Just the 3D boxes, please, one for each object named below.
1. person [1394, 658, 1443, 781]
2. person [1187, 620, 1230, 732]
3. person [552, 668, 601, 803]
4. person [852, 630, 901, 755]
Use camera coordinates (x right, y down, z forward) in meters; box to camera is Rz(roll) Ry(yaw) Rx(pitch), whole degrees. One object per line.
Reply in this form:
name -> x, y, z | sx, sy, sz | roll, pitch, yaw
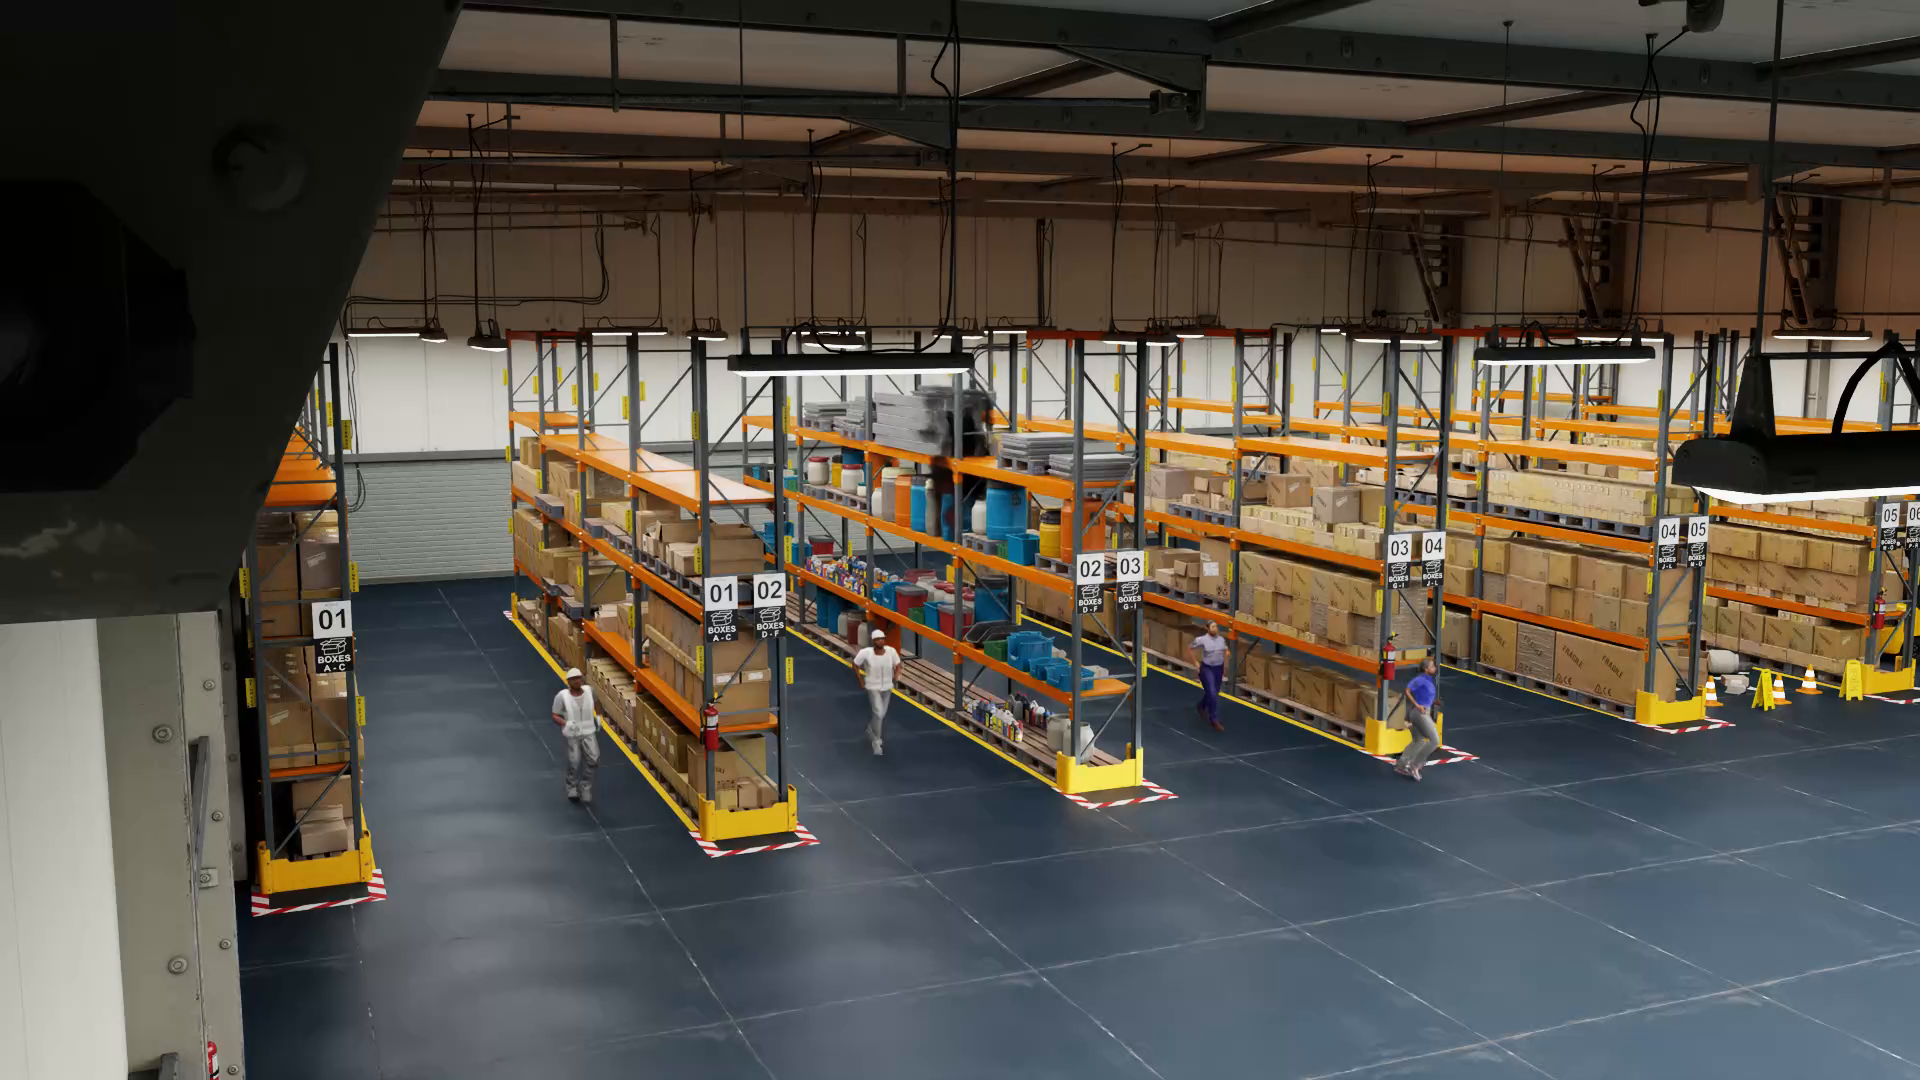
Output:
person -> 6.305, 2.446, 22.827 | 0.611, 1.650, 0.587 | 3, 8, 20
person -> 3.852, 2.035, 25.525 | 0.601, 1.648, 0.934 | -4, 9, -28
person -> -4.940, 2.535, 21.577 | 0.682, 1.776, 0.666 | -4, 9, -26
person -> -1.196, 2.185, 24.237 | 0.704, 1.834, 0.745 | -4, 9, -26
